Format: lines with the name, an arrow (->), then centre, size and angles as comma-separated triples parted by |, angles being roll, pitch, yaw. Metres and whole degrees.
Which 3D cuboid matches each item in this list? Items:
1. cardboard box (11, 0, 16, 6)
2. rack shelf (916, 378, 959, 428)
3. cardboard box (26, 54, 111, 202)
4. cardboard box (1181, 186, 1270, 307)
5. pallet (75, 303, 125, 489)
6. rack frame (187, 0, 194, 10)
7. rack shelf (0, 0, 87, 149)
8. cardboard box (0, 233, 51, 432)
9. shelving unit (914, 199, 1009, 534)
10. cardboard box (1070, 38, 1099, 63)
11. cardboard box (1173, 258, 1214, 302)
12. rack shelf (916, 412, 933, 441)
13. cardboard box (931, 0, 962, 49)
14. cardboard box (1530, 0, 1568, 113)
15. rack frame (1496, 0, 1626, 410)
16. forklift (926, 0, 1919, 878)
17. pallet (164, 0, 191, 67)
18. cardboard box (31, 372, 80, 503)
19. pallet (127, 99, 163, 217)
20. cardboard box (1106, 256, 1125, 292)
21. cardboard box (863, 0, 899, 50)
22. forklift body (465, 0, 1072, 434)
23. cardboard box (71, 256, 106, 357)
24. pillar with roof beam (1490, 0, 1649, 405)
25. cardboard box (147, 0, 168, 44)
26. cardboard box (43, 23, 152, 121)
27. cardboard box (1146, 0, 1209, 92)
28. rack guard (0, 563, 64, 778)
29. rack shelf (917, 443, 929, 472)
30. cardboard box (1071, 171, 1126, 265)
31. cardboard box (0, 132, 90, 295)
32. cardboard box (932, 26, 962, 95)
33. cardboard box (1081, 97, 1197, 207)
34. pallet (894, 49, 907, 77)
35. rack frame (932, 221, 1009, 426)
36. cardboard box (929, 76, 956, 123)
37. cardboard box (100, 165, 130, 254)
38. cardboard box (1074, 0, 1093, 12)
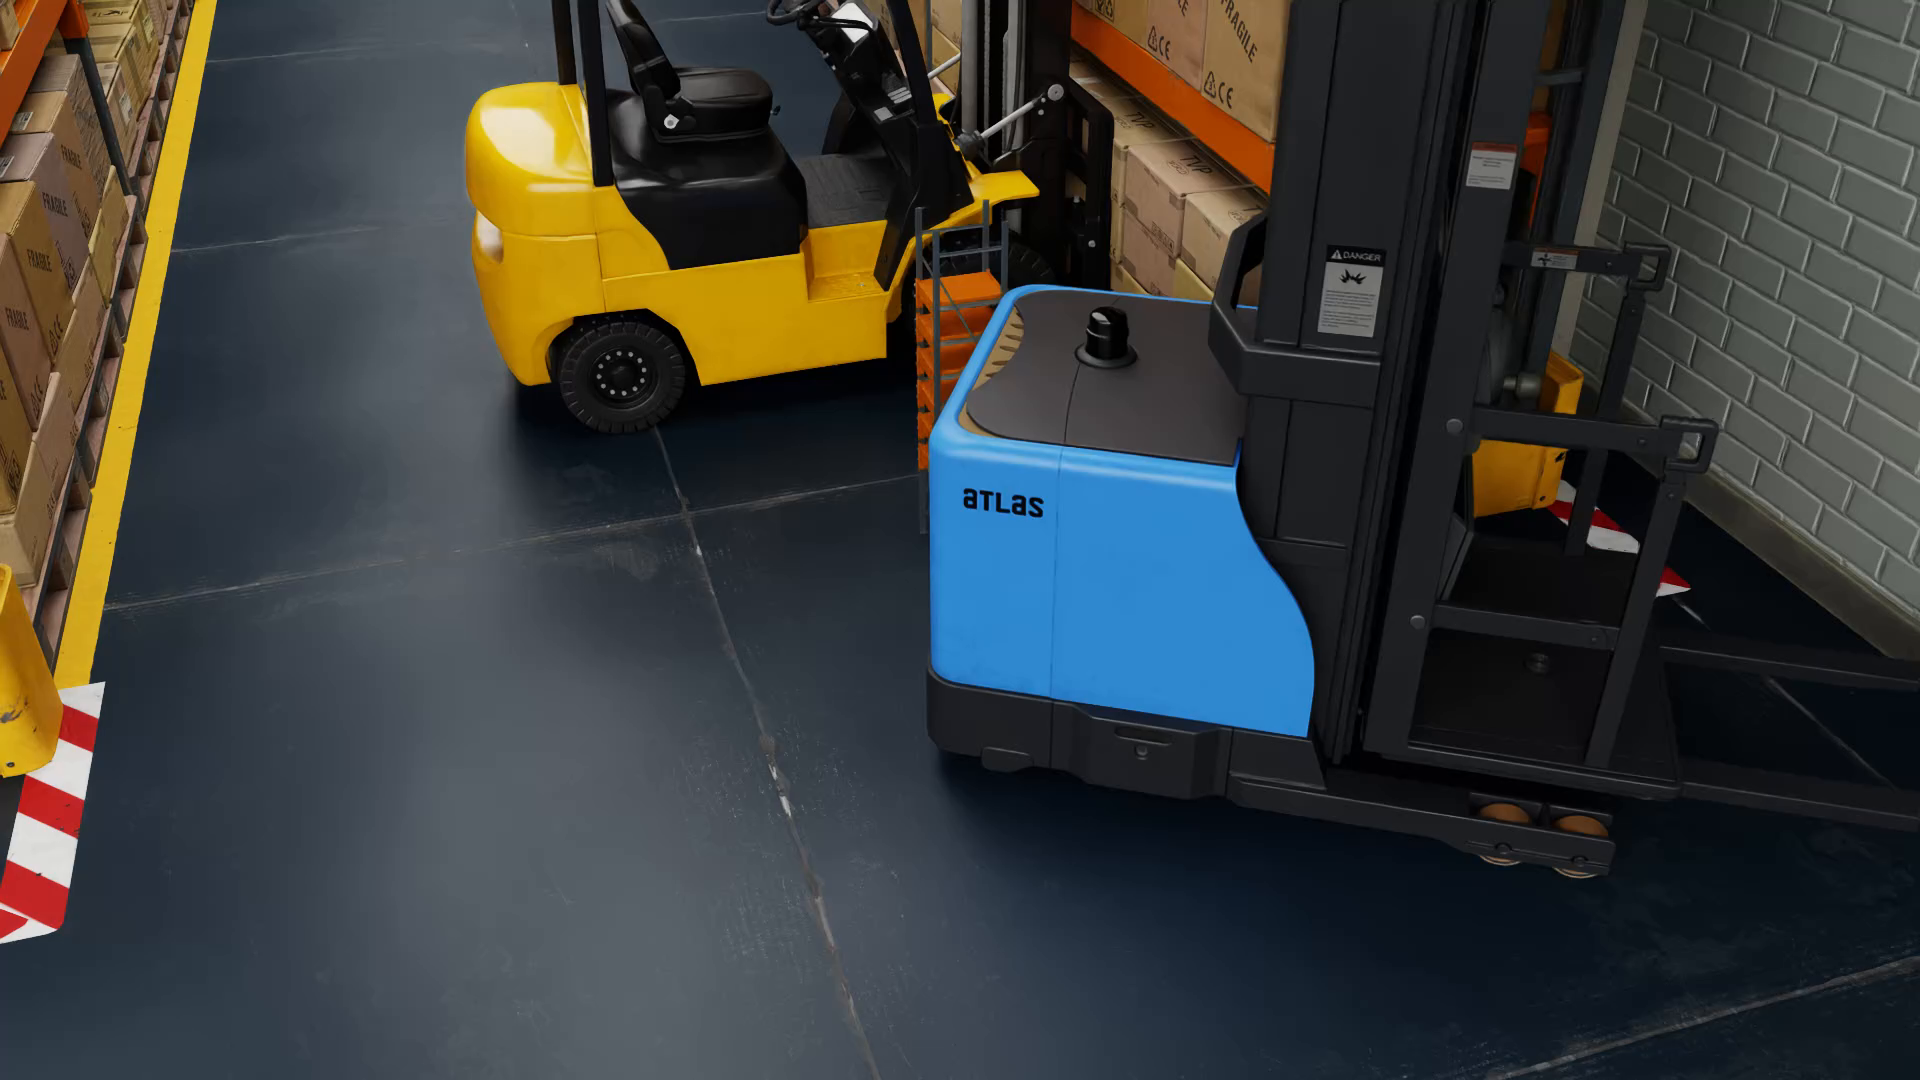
cardboard box -> -3.931, -2.147, 6.507 | 0.380, 0.149, 0.250 | -10, 35, -14
rack shelf -> 0.004, -0.456, 5.432 | 0.258, 0.103, 0.180 | -10, 35, -15
cardboard box -> -3.971, -1.725, 7.072 | 0.500, 0.500, 0.500 | -10, 35, -15
cardboard box -> 1.102, -1.021, 5.780 | 0.500, 0.250, 0.500 | -9, 34, -13
pallet -> -3.792, -0.498, 6.312 | 1.003, 0.211, 1.213 | -10, 35, -15
rack frame -> -5.627, -4.750, 10.217 | 1.000, 3.000, 0.127 | -10, 35, -15
rack shelf -> -3.797, -1.299, 5.648 | 1.077, 0.370, 4.000 | -10, 35, -15
cardboard box -> -3.341, -0.646, 5.440 | 0.500, 0.500, 0.500 | -11, 35, -17
shelving unit -> 0.004, -0.493, 5.408 | 0.258, 1.200, 0.189 | -10, 35, -15
cardboard box -> 0.477, -2.095, 7.406 | 0.500, 0.250, 0.500 | -9, 34, -13
cardboard box -> 1.093, -0.826, 5.938 | 0.500, 0.250, 0.500 | -10, 35, -15
rack shelf -> 0.004, -0.356, 5.498 | 0.258, 0.103, 0.180 | -10, 35, -15
cardboard box -> 0.168, -2.625, 8.207 | 0.500, 0.250, 0.500 | -11, 35, -15
cardboard box -> 1.653, -1.735, 5.563 | 0.500, 0.500, 0.500 | -9, 34, -13
rack frame -> 1.539, -1.386, 5.127 | 1.000, 3.000, 0.127 | -10, 35, -15
forklift -> 1.480, -0.653, 4.080 | 3.031, 2.935, 1.130 | 8, 34, 12
pallet -> -5.390, -3.176, 10.364 | 1.003, 0.211, 1.213 | -10, 35, -15
cardboard box -> -3.318, -0.317, 5.622 | 0.500, 0.250, 0.500 | -9, 34, -13
pallet -> -4.646, -1.895, 8.426 | 1.003, 0.211, 1.213 | -10, 35, -15
cardboard box -> 0.808, -1.135, 6.859 | 0.500, 0.250, 0.500 | -10, 35, -14
cardboard box -> -0.080, -3.351, 9.874 | 0.875, 0.625, 0.625 | -10, 35, -15
forklift body -> -0.776, -1.721, 6.403 | 2.313, 2.155, 1.214 | -10, 35, -15
cardboard box -> -3.648, -0.867, 6.454 | 0.500, 0.250, 0.500 | -9, 35, -14
pillar with roof beam -> -1.915, -3.682, 3.160 | 9.100, 9.000, 0.400 | -10, 35, -15
cardboard box -> -5.231, -3.144, 9.790 | 0.950, 0.372, 0.625 | -11, 35, -16
cardboard box -> -4.792, -2.380, 8.634 | 0.950, 0.372, 0.625 | -8, 34, -12
cardboard box -> 0.990, -1.916, 5.838 | 0.500, 0.500, 0.500 | -9, 34, -13
rack guard -> -3.210, 0.454, 4.610 | 1.175, 0.500, 0.348 | -10, 35, -15
rack shelf -> 0.004, -0.256, 5.565 | 0.258, 0.103, 0.180 | -10, 35, -15
cardboard box -> 0.773, -1.358, 6.744 | 0.500, 0.250, 0.500 | -11, 35, -16
cardboard box -> -3.657, -1.190, 6.264 | 0.500, 0.500, 0.500 | -8, 34, -12
cardboard box -> 0.173, -2.417, 8.346 | 0.500, 0.250, 0.500 | -10, 35, -15
cardboard box -> 0.777, -1.551, 6.582 | 0.500, 0.250, 0.500 | -10, 35, -14
pallet -> 0.057, -2.703, 9.649 | 1.003, 0.211, 1.213 | -10, 35, -15
rack frame -> 0.032, -0.445, 5.335 | 0.240, 1.200, 0.006 | -10, 35, -15
cardboard box -> 0.151, -2.205, 8.479 | 0.500, 0.250, 0.500 | -10, 35, -14
cardboard box -> -3.970, -1.412, 7.280 | 0.500, 0.250, 0.500 | -8, 34, -13
cardboard box -> 0.669, -2.447, 6.642 | 0.500, 0.500, 0.500 | -10, 35, -14
